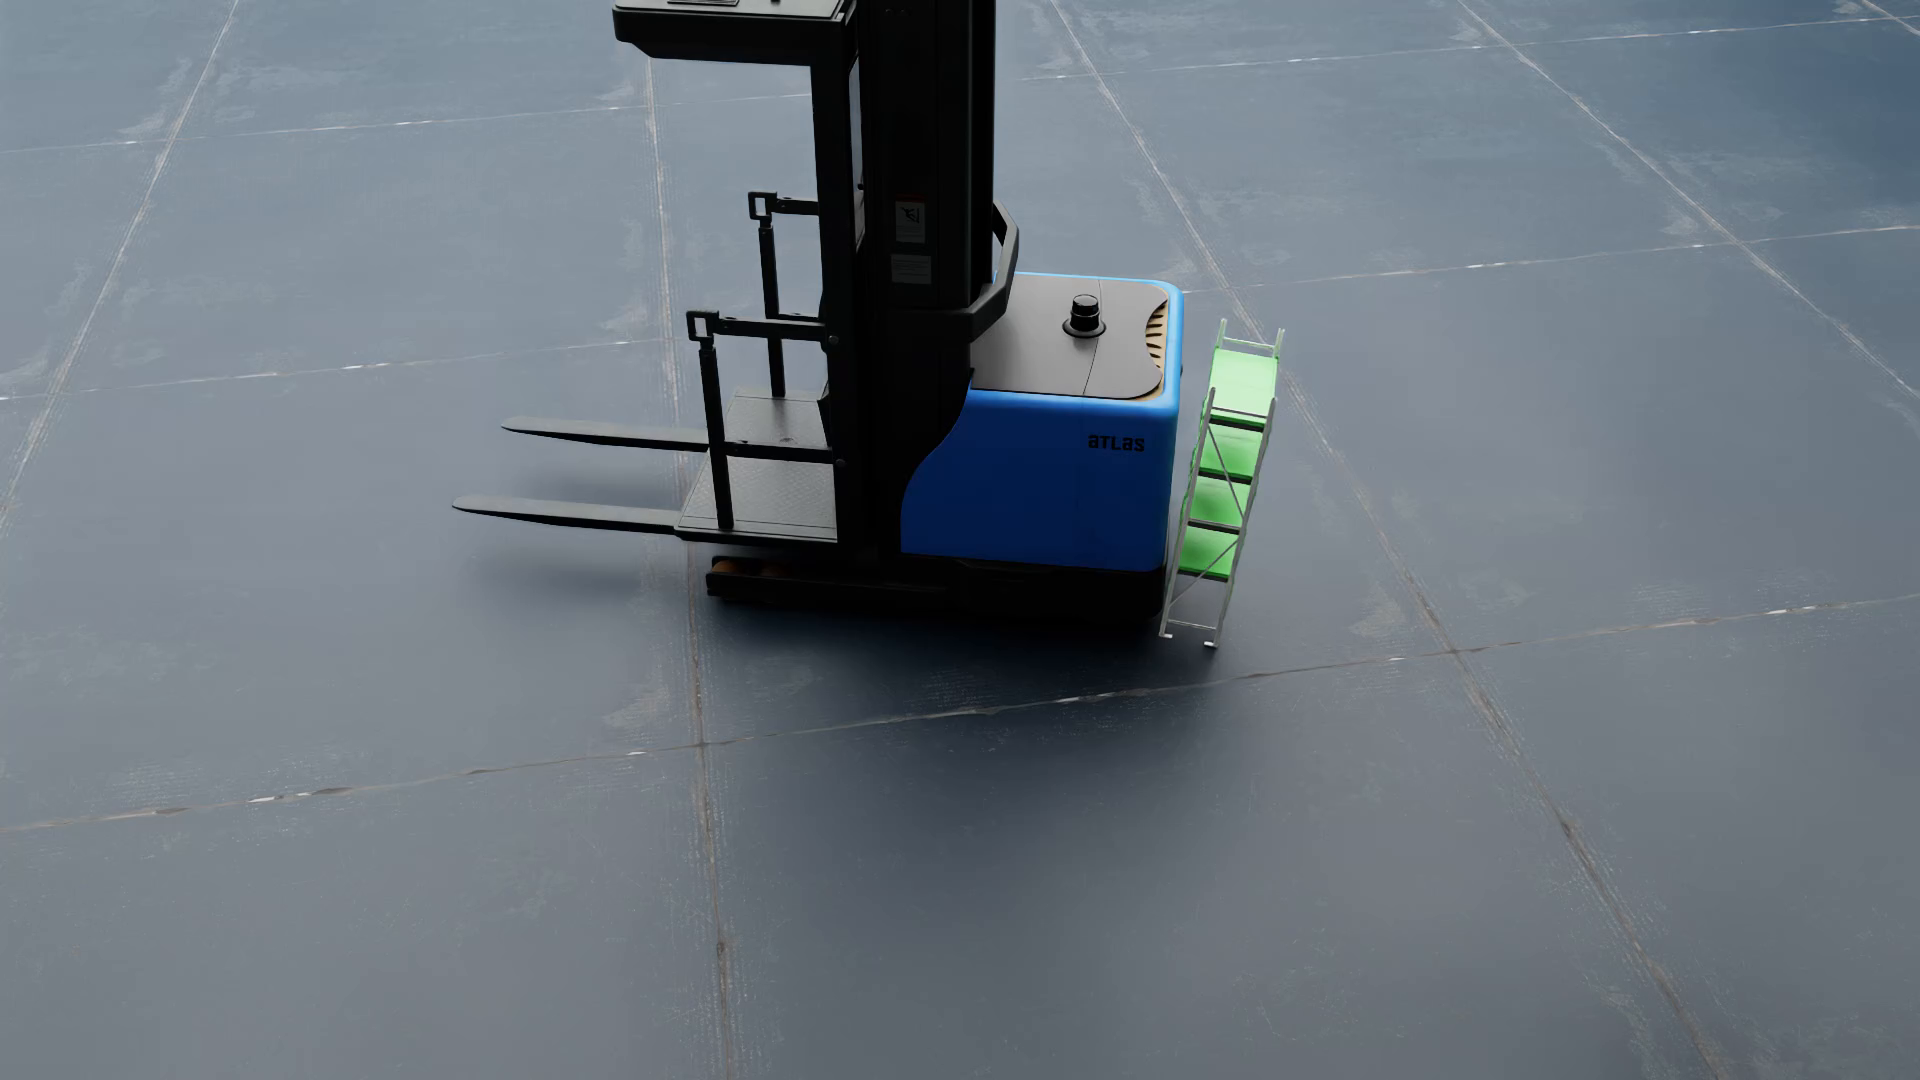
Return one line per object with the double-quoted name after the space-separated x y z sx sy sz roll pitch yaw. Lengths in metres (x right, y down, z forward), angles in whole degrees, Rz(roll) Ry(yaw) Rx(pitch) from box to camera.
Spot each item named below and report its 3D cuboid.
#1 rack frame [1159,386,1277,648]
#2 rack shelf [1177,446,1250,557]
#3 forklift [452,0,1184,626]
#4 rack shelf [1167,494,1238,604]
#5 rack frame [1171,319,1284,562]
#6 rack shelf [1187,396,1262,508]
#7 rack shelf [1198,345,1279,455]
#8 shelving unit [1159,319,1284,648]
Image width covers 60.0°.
0.969 -0.060 6.334 0.240 1.200 0.015 11 39 6 "rack frame"
1.013 -0.157 6.562 0.258 0.148 0.480 11 39 6 "rack shelf"
-0.619 -1.208 6.415 3.031 2.935 1.130 5 38 6 "forklift"
0.994 0.029 6.712 0.258 0.148 0.480 11 39 6 "rack shelf"
1.068 -0.354 6.711 0.240 1.200 0.015 11 39 6 "rack frame"
1.032 -0.344 6.412 0.258 0.148 0.480 11 39 6 "rack shelf"
1.052 -0.530 6.262 0.258 0.148 0.480 11 39 6 "rack shelf"
1.018 -0.207 6.522 0.258 1.200 0.503 11 39 6 "shelving unit"
